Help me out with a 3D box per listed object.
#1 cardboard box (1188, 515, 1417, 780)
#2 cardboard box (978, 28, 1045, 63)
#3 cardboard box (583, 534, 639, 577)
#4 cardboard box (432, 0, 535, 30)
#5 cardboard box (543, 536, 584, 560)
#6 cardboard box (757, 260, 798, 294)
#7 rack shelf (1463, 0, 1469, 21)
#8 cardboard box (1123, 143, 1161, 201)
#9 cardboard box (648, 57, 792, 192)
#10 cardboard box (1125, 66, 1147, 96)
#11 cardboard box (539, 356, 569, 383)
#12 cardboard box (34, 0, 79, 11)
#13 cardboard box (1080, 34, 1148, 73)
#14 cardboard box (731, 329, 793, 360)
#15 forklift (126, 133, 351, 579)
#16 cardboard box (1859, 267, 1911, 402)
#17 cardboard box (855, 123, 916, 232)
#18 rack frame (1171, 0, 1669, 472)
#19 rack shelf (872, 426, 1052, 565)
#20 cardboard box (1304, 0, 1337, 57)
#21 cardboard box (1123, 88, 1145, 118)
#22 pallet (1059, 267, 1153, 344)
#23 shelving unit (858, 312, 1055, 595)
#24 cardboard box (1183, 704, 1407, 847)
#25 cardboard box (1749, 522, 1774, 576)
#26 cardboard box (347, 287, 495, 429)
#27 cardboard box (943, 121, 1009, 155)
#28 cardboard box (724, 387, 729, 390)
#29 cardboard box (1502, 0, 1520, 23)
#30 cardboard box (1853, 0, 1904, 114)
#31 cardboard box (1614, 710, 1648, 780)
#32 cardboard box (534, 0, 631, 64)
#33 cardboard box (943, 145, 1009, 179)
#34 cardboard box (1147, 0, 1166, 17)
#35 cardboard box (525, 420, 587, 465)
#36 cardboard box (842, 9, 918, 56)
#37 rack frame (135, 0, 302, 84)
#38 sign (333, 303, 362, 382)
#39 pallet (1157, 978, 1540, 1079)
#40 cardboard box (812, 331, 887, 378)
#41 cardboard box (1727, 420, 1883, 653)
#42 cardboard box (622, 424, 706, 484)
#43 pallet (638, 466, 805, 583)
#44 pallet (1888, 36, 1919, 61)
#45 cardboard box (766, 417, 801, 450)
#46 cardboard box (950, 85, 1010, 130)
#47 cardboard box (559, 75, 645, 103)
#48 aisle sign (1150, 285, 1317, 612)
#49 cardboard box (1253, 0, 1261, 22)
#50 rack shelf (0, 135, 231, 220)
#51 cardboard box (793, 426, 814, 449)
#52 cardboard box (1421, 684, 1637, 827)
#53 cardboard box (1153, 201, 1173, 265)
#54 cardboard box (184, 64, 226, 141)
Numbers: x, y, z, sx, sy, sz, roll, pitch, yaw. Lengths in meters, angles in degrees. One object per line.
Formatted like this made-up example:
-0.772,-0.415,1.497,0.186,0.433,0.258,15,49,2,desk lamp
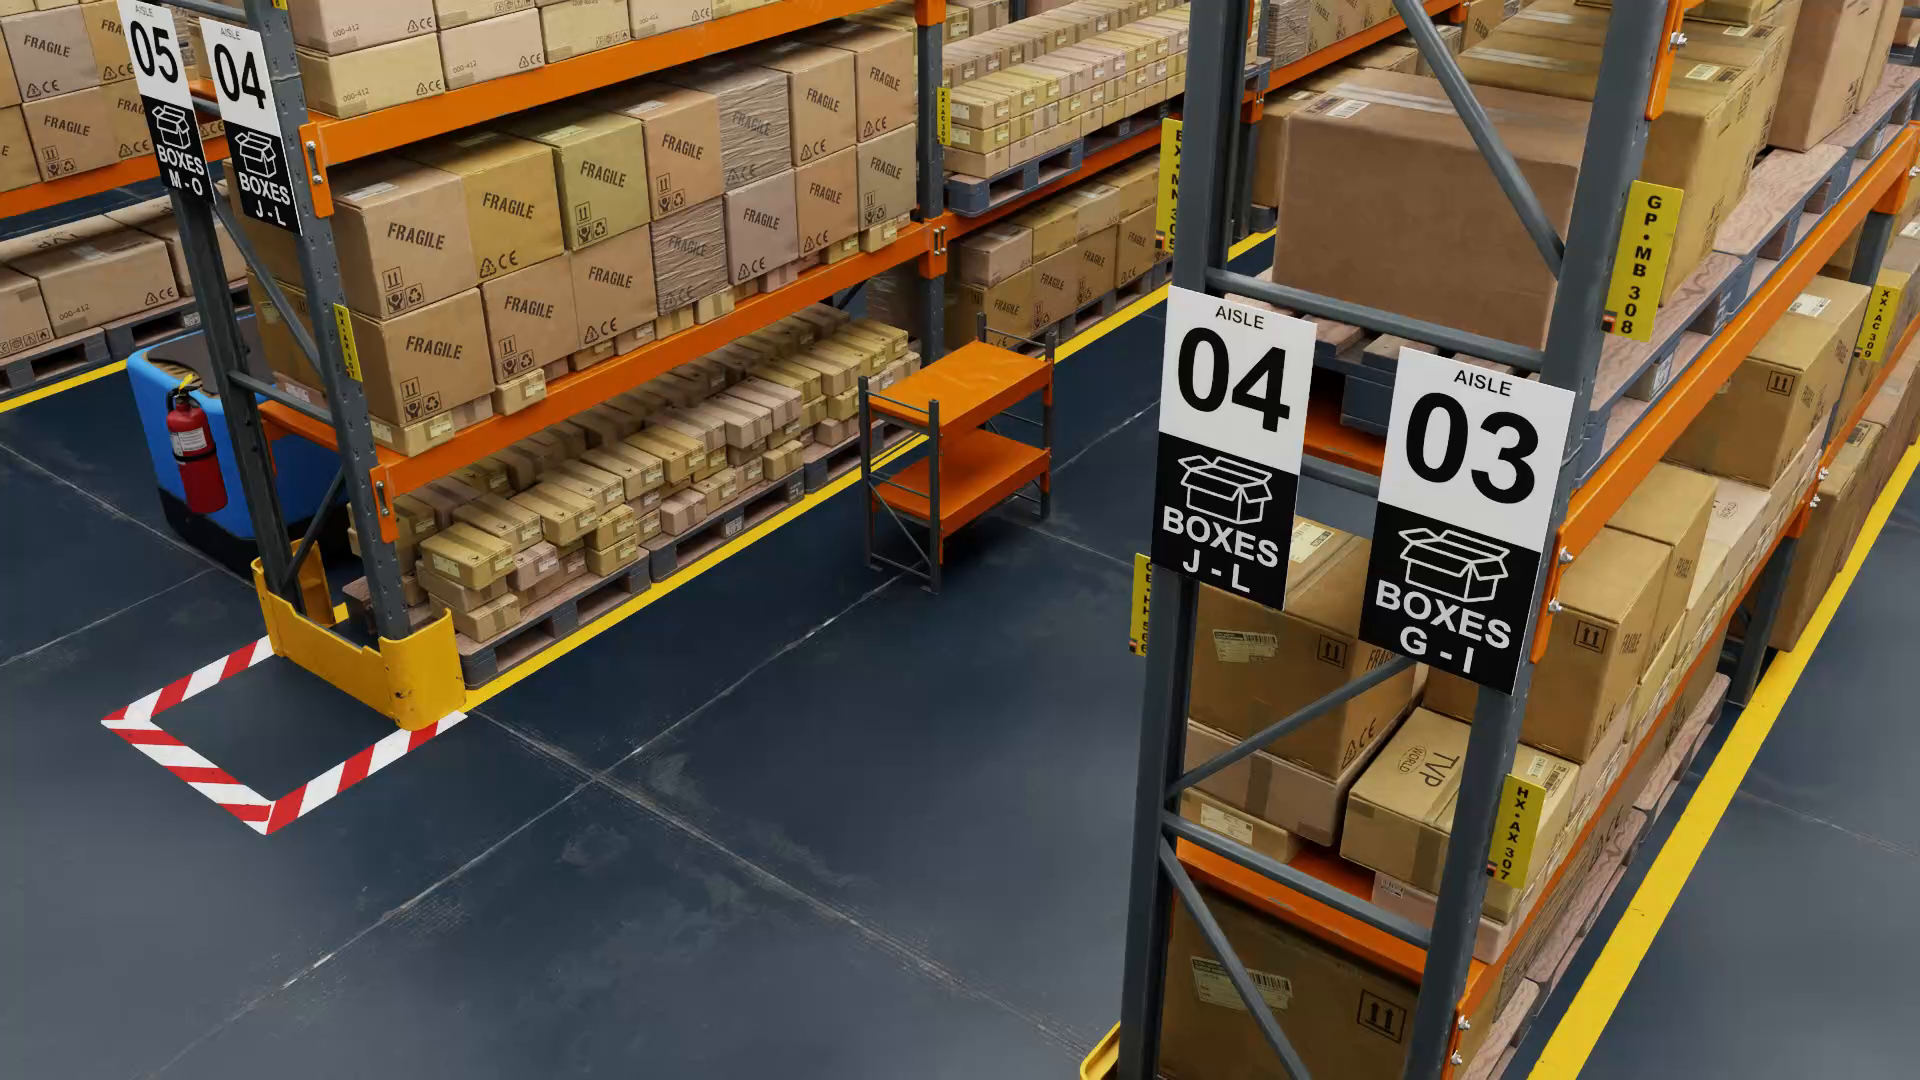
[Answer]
1.031,0.299,4.924,0.500,0.500,0.500,22,37,32,cardboard box
0.341,-3.311,11.146,0.380,0.149,0.250,19,36,29,cardboard box
-1.897,0.023,8.654,0.380,0.149,0.250,22,37,32,cardboard box
-2.161,-2.356,6.997,0.500,0.250,0.500,21,36,31,cardboard box
-2.139,-0.041,8.469,0.380,0.149,0.250,22,37,32,cardboard box
-1.111,-1.488,9.065,0.380,0.149,0.250,19,36,29,cardboard box
5.504,-5.985,17.112,1.077,0.370,4.000,21,37,31,rack shelf
1.382,-2.716,12.195,0.500,0.250,0.500,22,37,32,cardboard box
-1.229,-2.141,8.550,0.500,0.500,0.500,22,37,33,cardboard box
1.014,-3.085,11.057,0.380,0.149,0.250,20,36,30,cardboard box
-2.117,-0.883,8.045,0.380,0.149,0.250,23,38,33,cardboard box
-5.725,-3.420,10.364,0.380,0.149,0.250,21,37,32,cardboard box
1.011,-3.213,10.981,0.380,0.149,0.250,22,37,33,cardboard box
-1.233,-1.152,10.052,0.380,0.149,0.250,21,36,31,cardboard box
-3.092,-1.728,9.291,1.130,2.935,3.031,24,38,34,forklift
4.140,-1.020,7.931,0.500,0.500,0.500,21,37,31,cardboard box
-0.599,-2.117,9.490,0.500,0.500,0.500,21,37,31,cardboard box
0.946,-1.617,3.152,1.000,3.000,0.127,21,37,31,rack frame
-0.004,-0.271,9.083,0.538,0.278,1.000,21,37,31,rack shelf
2.673,-4.206,13.306,0.500,0.500,0.500,21,36,31,cardboard box
1.010,-2.955,11.128,0.380,0.149,0.250,19,36,29,cardboard box
0.672,-1.845,12.156,1.003,0.211,1.213,21,37,31,pallet
-0.004,-0.481,8.959,0.538,1.125,1.048,21,37,31,shelving unit
1.027,0.622,5.114,0.500,0.250,0.500,20,36,31,cardboard box
2.972,-0.016,6.581,0.380,0.149,0.250,22,37,32,cardboard box
-2.456,-0.872,7.390,0.500,0.500,0.500,23,38,33,cardboard box
0.072,-2.449,9.983,0.380,0.149,0.250,22,37,32,cardboard box
-1.371,-0.914,9.942,0.380,0.149,0.250,19,36,29,cardboard box
5.273,-5.350,17.007,0.875,0.875,0.875,21,37,32,cardboard box
2.936,-1.883,5.935,0.700,0.500,0.500,19,35,29,cardboard box
2.042,0.611,5.524,0.380,0.149,0.250,20,36,30,cardboard box
-1.850,-2.360,7.494,0.500,0.250,0.500,20,36,30,cardboard box
0.072,-2.321,10.059,0.380,0.149,0.250,19,36,29,cardboard box
1.288,-3.946,12.217,0.380,0.149,0.250,20,36,30,cardboard box
-2.253,-0.548,9.034,0.380,0.149,0.250,23,37,33,cardboard box
-0.875,-5.224,17.288,0.950,0.372,0.625,22,37,33,cardboard box
-2.947,-3.185,5.797,1.000,3.000,0.127,21,37,31,rack frame
-2.514,-0.809,6.824,0.100,0.325,0.005,21,37,31,sign
1.366,1.814,5.982,1.003,0.211,1.213,21,37,31,pallet
-0.662,-1.099,9.963,0.380,0.149,0.250,22,37,32,cardboard box
3.731,-0.195,8.309,1.225,0.875,0.875,21,37,31,cardboard box
-1.581,-0.463,8.891,0.380,0.149,0.250,22,37,32,cardboard box
-1.646,-0.248,9.462,1.003,0.211,1.213,21,37,31,pallet
3.875,-2.258,7.364,0.805,0.209,1.217,20,36,29,pallet
-1.138,-0.677,9.542,0.380,0.149,0.250,22,37,32,cardboard box
0.072,-2.577,9.907,0.380,0.149,0.250,23,38,34,cardboard box
-1.940,-2.104,8.487,0.500,0.500,0.500,20,36,30,cardboard box
0.664,-0.218,4.125,0.394,0.787,0.004,21,37,31,aisle sign
1.952,-3.844,12.045,0.380,0.149,0.250,20,36,29,cardboard box
-5.747,-2.590,11.383,1.077,0.370,4.000,21,37,31,rack shelf
-1.085,-0.643,9.777,0.380,0.149,0.250,20,36,30,cardboard box
1.760,0.575,5.193,0.500,0.250,0.500,21,36,31,cardboard box
1.377,-2.403,12.403,0.500,0.500,0.500,23,38,33,cardboard box
-5.214,-3.068,11.387,0.500,0.500,0.500,21,36,31,cardboard box
